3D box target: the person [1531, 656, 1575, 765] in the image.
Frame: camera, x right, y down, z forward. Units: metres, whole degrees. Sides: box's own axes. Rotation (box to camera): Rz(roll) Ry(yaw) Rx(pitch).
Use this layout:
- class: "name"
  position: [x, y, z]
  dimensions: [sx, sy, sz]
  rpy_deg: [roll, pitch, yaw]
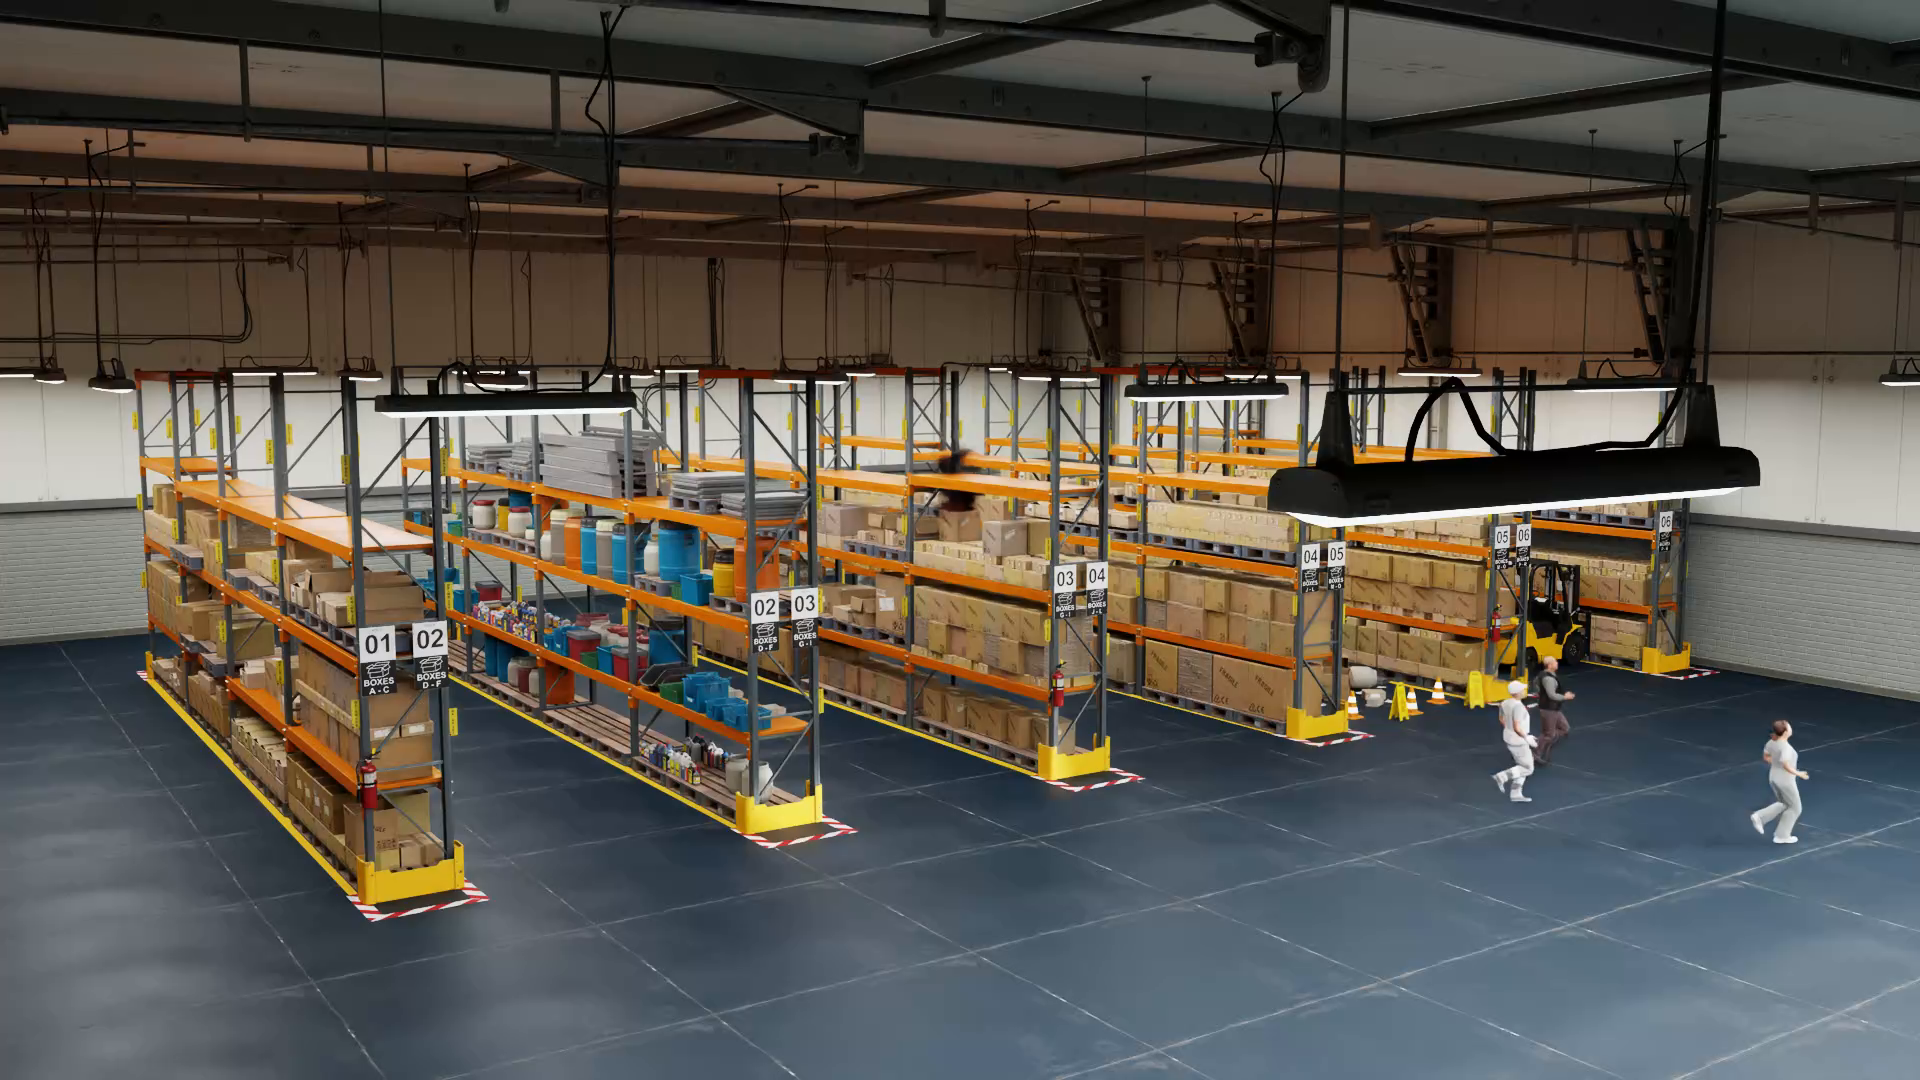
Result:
- class: "person"
  position: [9.067, 2.606, 25.466]
  dimensions: [0.656, 1.689, 0.634]
  rpy_deg: [2, 7, 18]

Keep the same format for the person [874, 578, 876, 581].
- class: "person"
  position: [-2.003, 0.619, 42.938]
  dimensions: [0.629, 1.759, 0.665]
  rpy_deg: [-4, 7, -29]

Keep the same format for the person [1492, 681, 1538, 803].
- class: "person"
  position: [7.767, 2.836, 23.383]
  dimensions: [0.606, 1.740, 0.658]
  rpy_deg: [0, 6, -4]

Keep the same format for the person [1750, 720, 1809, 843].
- class: "person"
  position: [10.557, 3.109, 21.428]
  dimensions: [0.594, 1.617, 0.561]
  rpy_deg: [0, 6, -2]

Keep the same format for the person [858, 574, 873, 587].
- class: "person"
  position: [-2.411, 0.793, 41.986]
  dimensions: [0.562, 1.625, 0.679]
  rpy_deg: [4, 7, 30]
